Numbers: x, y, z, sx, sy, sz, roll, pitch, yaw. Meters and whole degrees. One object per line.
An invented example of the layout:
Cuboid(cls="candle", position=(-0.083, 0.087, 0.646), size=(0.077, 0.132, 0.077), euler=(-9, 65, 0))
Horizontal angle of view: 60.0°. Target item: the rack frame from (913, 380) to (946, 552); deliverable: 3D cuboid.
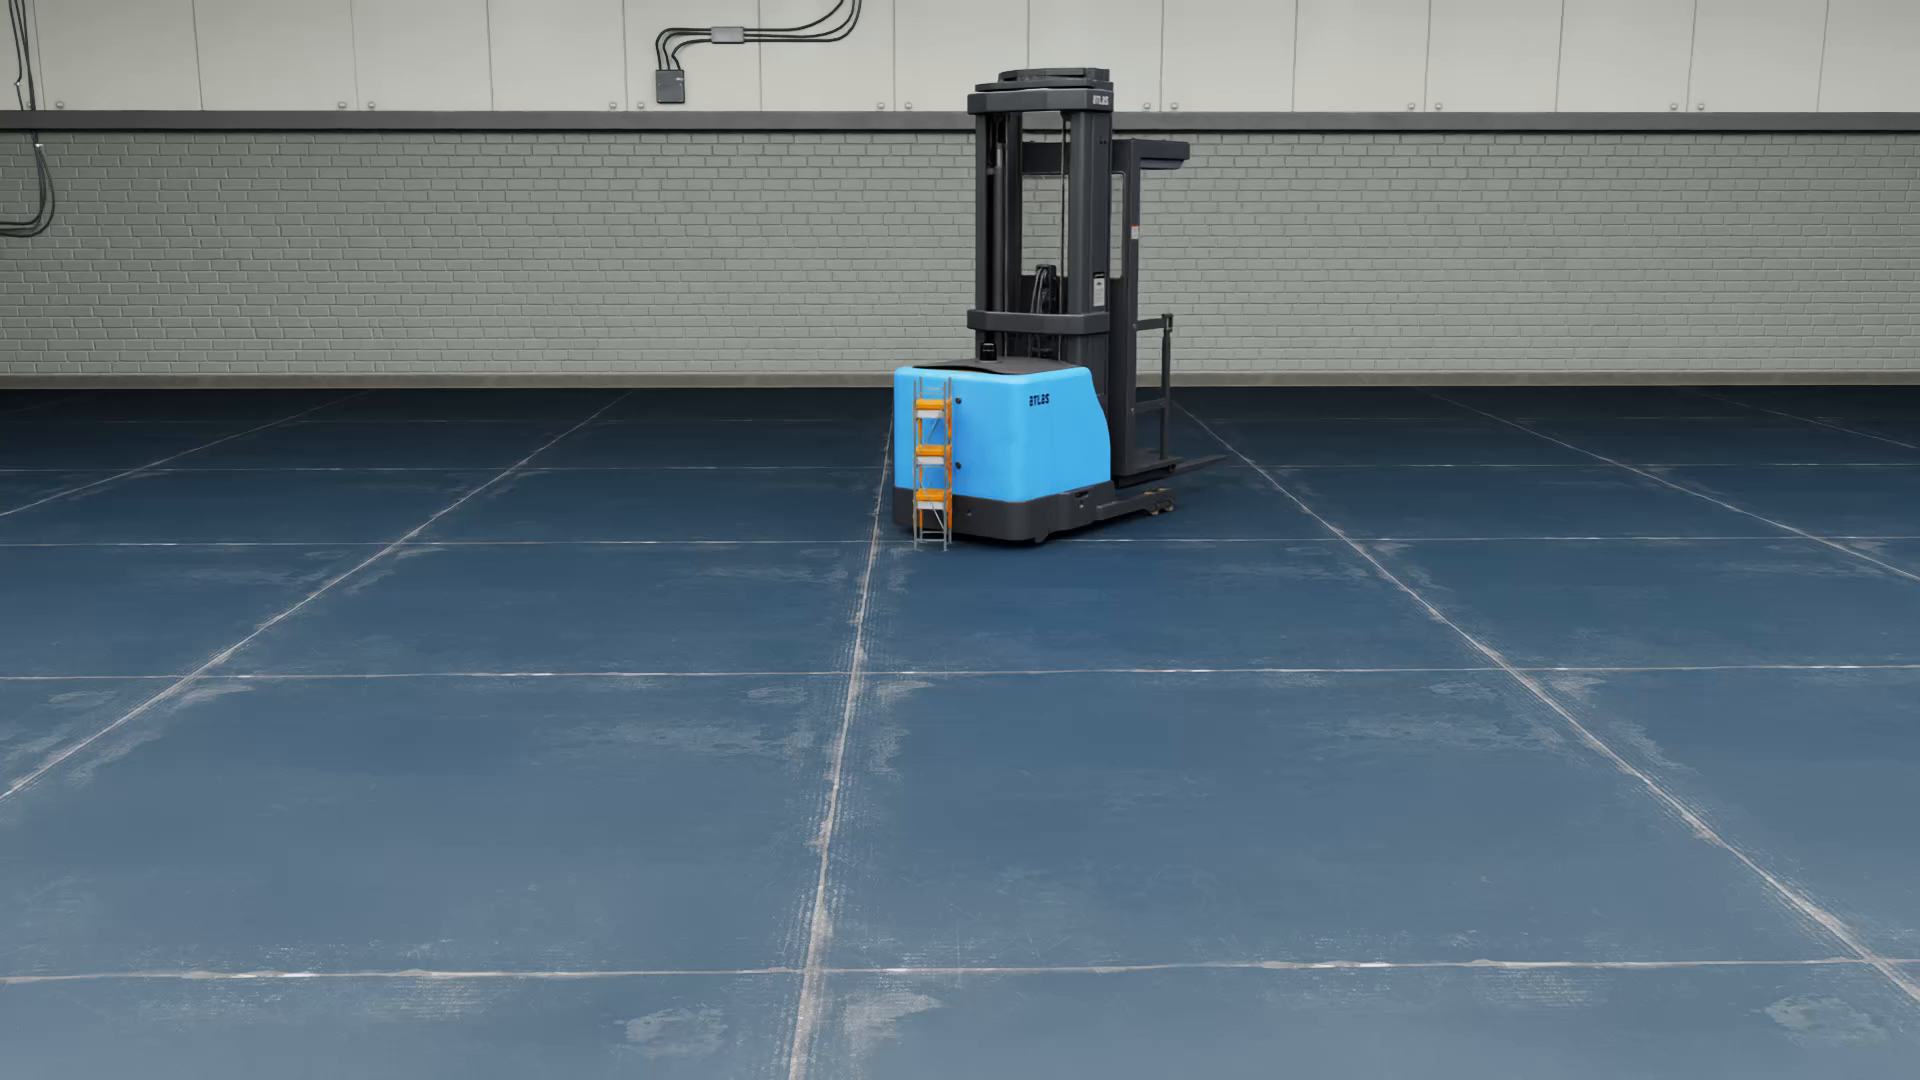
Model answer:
Cuboid(cls="rack frame", position=(-0.183, -0.444, 10.107), size=(0.200, 1.050, 0.008), euler=(1, 12, 7))

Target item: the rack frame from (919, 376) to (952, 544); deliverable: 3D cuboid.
Cuboid(cls="rack frame", position=(-0.152, -0.492, 10.344), size=(0.200, 1.050, 0.008), euler=(1, 12, 7))

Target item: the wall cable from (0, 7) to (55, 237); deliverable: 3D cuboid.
Cuboid(cls="wall cable", position=(-11.724, -4.613, 18.473), size=(3.097, 2.526, 0.112), euler=(0, 11, -1))

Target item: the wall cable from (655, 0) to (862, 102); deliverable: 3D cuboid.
Cuboid(cls="wall cable", position=(-2.232, -7.837, 18.003), size=(2.305, 6.003, 0.169), euler=(0, 11, -1))

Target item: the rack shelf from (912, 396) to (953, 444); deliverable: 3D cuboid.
Cuboid(cls="rack shelf", position=(-0.167, -0.736, 10.171), size=(0.215, 0.259, 0.240), euler=(1, 12, 7))

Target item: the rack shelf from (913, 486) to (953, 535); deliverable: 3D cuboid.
Cuboid(cls="rack shelf", position=(-0.167, -0.185, 10.282), size=(0.215, 0.259, 0.240), euler=(1, 12, 7))

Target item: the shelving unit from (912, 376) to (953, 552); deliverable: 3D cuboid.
Cuboid(cls="shelving unit", position=(-0.167, -0.468, 10.225), size=(0.215, 1.050, 0.252), euler=(1, 12, 7))

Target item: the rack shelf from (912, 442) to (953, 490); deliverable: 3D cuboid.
Cuboid(cls="rack shelf", position=(-0.167, -0.458, 10.227), size=(0.215, 0.259, 0.240), euler=(1, 12, 7))

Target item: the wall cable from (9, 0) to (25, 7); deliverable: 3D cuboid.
Cuboid(cls="wall cable", position=(-9.019, -7.099, 18.025), size=(3.097, 2.526, 0.112), euler=(0, 11, -1))

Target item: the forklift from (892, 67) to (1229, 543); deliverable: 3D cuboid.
Cuboid(cls="forklift", position=(0.854, -1.656, 11.351), size=(1.130, 2.935, 3.031), euler=(9, 14, 36))
